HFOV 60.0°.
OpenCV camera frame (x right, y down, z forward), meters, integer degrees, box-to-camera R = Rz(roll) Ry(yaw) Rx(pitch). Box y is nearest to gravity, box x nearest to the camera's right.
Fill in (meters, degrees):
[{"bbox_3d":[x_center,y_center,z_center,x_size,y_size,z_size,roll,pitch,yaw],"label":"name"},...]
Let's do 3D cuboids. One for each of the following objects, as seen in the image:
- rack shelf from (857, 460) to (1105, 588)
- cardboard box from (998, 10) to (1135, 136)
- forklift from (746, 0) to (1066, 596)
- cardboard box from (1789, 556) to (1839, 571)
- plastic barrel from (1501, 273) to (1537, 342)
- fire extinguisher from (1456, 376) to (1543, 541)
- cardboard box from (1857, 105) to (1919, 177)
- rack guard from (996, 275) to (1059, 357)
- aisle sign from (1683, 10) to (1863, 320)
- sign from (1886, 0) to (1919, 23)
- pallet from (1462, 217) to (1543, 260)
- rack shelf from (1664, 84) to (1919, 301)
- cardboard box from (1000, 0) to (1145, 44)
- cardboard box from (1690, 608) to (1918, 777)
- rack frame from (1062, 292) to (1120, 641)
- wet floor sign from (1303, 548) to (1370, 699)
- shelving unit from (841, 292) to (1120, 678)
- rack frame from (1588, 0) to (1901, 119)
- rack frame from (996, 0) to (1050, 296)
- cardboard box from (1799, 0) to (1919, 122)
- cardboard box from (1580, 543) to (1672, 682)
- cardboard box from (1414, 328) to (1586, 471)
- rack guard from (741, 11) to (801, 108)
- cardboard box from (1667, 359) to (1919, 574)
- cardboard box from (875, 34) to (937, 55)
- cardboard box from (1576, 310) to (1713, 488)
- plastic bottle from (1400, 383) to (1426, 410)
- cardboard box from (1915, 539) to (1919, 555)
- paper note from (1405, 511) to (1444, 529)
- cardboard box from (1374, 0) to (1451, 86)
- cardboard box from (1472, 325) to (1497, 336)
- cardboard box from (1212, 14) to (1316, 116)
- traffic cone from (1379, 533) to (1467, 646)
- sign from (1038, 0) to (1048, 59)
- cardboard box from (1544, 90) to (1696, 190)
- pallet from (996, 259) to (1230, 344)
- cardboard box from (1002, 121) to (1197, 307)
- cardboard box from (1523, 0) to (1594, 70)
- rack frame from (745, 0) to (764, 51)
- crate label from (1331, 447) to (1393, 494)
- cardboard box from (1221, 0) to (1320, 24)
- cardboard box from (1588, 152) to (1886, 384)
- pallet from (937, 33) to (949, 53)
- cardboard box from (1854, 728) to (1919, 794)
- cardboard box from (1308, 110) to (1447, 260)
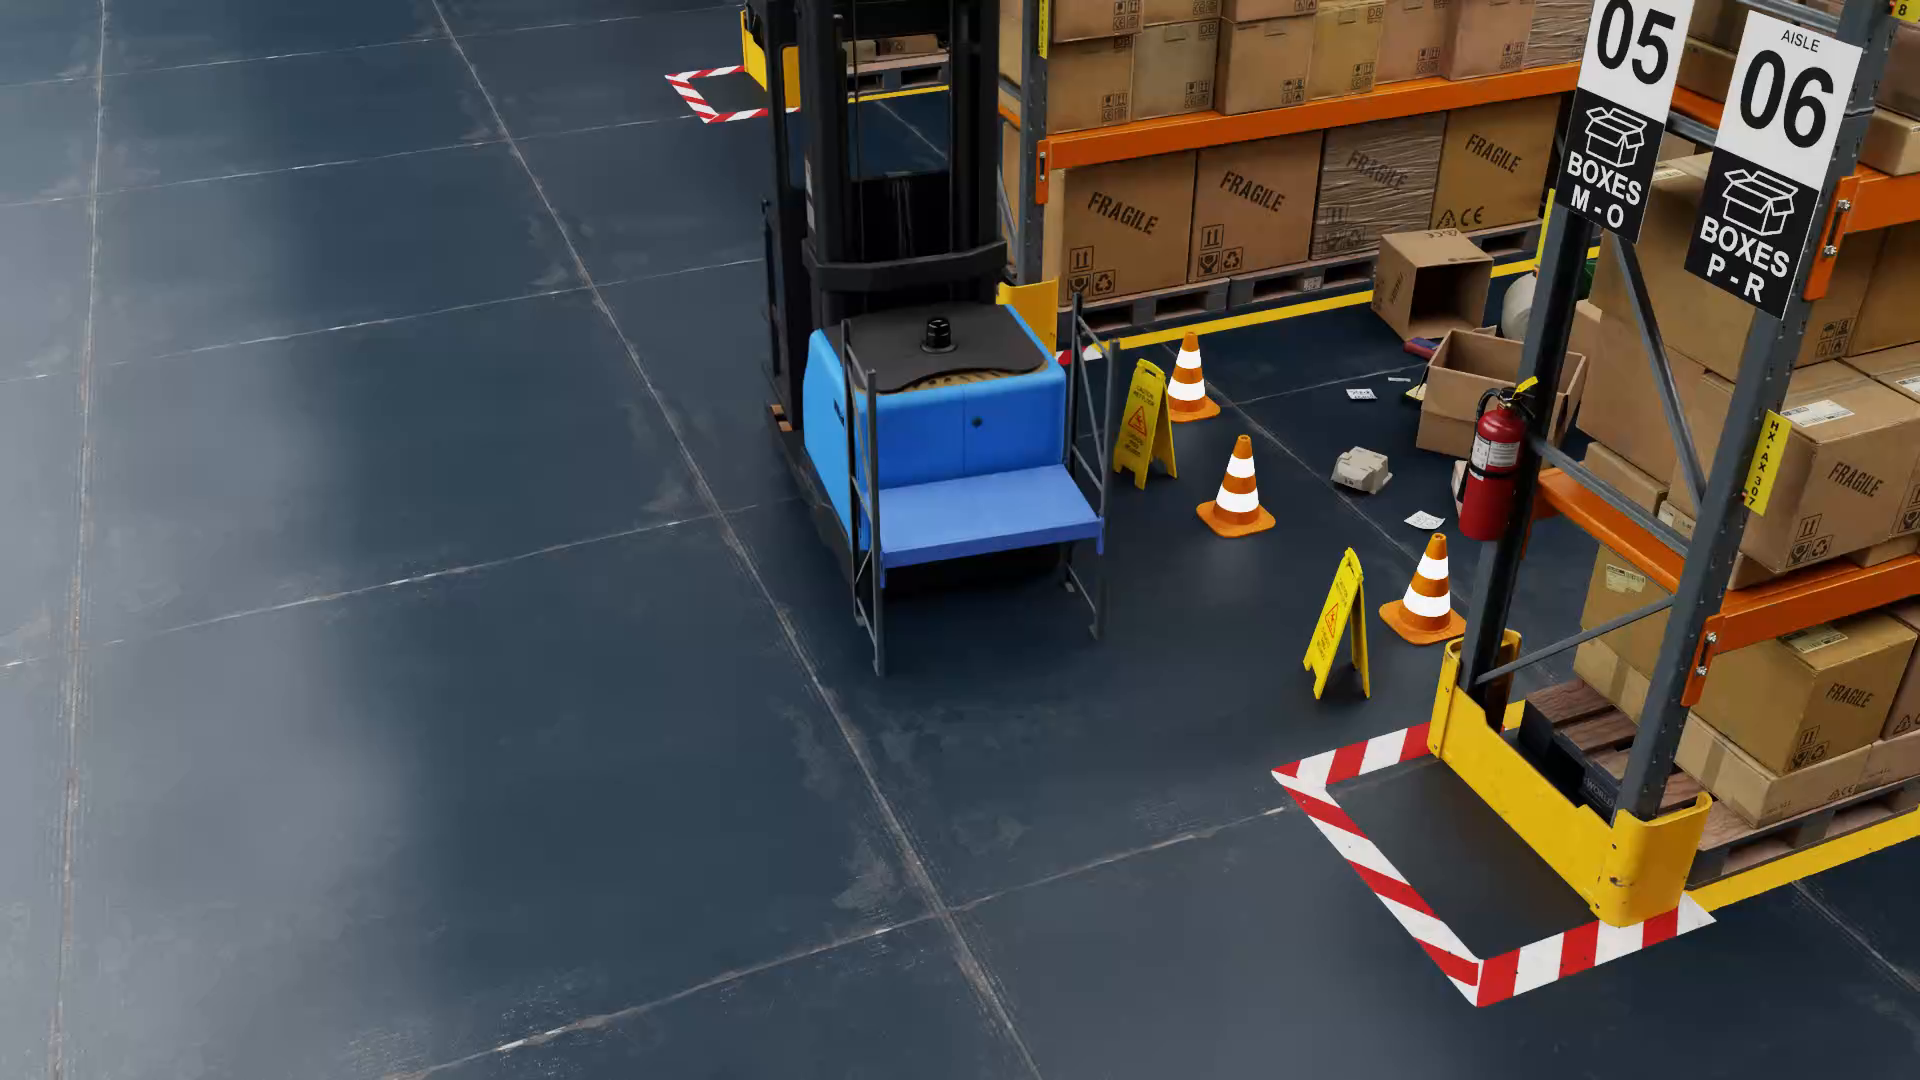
[{"bbox_3d":[0.078,-0.079,7.326,1.000,0.185,0.538,-9,34,-13],"label":"rack shelf"},{"bbox_3d":[0.557,-2.777,9.629,0.550,0.550,0.875,-13,35,-19],"label":"cardboard box"},{"bbox_3d":[-0.436,-1.767,8.279,1.130,2.935,3.031,-10,34,-15],"label":"forklift"},{"bbox_3d":[2.862,-0.068,5.834,0.250,0.149,0.380,-12,35,-18],"label":"cardboard box"},{"bbox_3d":[3.468,-1.366,9.962,0.421,0.421,0.512,10,34,14],"label":"plastic barrel"},{"bbox_3d":[1.958,-0.320,6.062,0.183,0.674,0.296,-13,35,-19],"label":"fire extinguisher"},{"bbox_3d":[2.673,-1.204,4.829,0.250,0.149,0.380,-13,35,-19],"label":"cardboard box"},{"bbox_3d":[0.210,-1.560,10.189,0.348,0.500,1.175,-13,35,-19],"label":"rack guard"},{"bbox_3d":[2.304,-1.065,4.753,0.004,0.787,0.394,-13,35,-19],"label":"aisle sign"},{"bbox_3d":[2.452,-1.496,4.246,0.005,0.325,0.100,-13,35,-19],"label":"sign"},{"bbox_3d":[3.189,-2.167,11.387,1.213,0.211,1.003,-13,35,-19],"label":"pallet"},{"bbox_3d":[4.086,-1.523,5.749,4.000,0.370,1.077,-13,35,-19],"label":"rack shelf"},{"bbox_3d":[0.589,-3.187,9.270,0.550,0.550,0.875,-13,35,-19],"label":"cardboard box"},{"bbox_3d":[3.114,0.481,6.209,0.500,0.500,0.500,-14,36,-21],"label":"cardboard box"},{"bbox_3d":[0.568,-0.304,7.342,0.032,1.500,0.500,-9,34,-13],"label":"rack frame"},{"bbox_3d":[1.652,0.344,7.129,0.232,0.644,0.267,-2,33,-2],"label":"wet floor sign"},{"bbox_3d":[0.078,-0.230,7.228,1.048,1.500,0.538,-9,34,-13],"label":"shelving unit"},{"bbox_3d":[2.242,-2.659,4.086,0.127,3.000,1.000,-13,35,-19],"label":"rack frame"},{"bbox_3d":[0.232,-2.613,9.515,0.127,3.000,1.000,-13,35,-19],"label":"rack frame"},{"bbox_3d":[2.808,-1.436,4.821,0.500,0.250,0.500,-14,35,-20],"label":"cardboard box"},{"bbox_3d":[2.879,0.217,6.614,0.500,0.500,0.500,-13,35,-19],"label":"cardboard box"},{"bbox_3d":[2.881,-0.742,8.929,0.797,0.503,0.637,16,36,23],"label":"cardboard box"},{"bbox_3d":[-1.525,-4.096,14.087,0.348,0.500,1.175,-13,35,-19],"label":"rack guard"},{"bbox_3d":[2.786,-0.272,5.553,0.500,0.500,0.500,-13,35,-20],"label":"cardboard box"},{"bbox_3d":[-0.475,-4.523,14.358,0.500,0.500,0.500,-4,33,-6],"label":"cardboard box"},{"bbox_3d":[2.635,-0.564,6.003,0.500,0.500,0.500,-14,35,-20],"label":"cardboard box"},{"bbox_3d":[2.644,-0.832,9.473,0.283,0.061,0.133,-27,42,-35],"label":"plastic bottle"},{"bbox_3d":[3.390,-0.113,5.904,0.250,0.149,0.380,-12,35,-18],"label":"cardboard box"},{"bbox_3d":[2.343,-0.101,8.377,0.142,0.019,0.148,-27,42,-35],"label":"paper note"},{"bbox_3d":[2.543,-3.254,10.363,0.550,0.550,0.875,-13,35,-19],"label":"cardboard box"},{"bbox_3d":[3.048,-1.022,9.577,0.258,0.266,0.396,-7,34,-11],"label":"cardboard box"},{"bbox_3d":[1.620,-2.959,9.909,0.550,0.550,0.875,-13,35,-19],"label":"cardboard box"},{"bbox_3d":[2.139,0.179,7.550,0.334,0.463,0.336,-13,35,-19],"label":"traffic cone"},{"bbox_3d":[0.441,-2.728,8.826,0.005,0.325,0.100,-13,35,-19],"label":"sign"},{"bbox_3d":[4.458,-2.866,11.583,0.750,0.750,1.050,-13,35,-19],"label":"cardboard box"},{"bbox_3d":[0.939,-1.652,10.595,1.213,0.211,1.003,-13,35,-19],"label":"pallet"},{"bbox_3d":[0.832,-2.074,10.251,0.875,0.875,0.875,-13,35,-19],"label":"cardboard box"},{"bbox_3d":[3.585,-3.436,10.643,0.550,0.550,0.875,-13,35,-19],"label":"cardboard box"},{"bbox_3d":[-1.595,-5.128,13.381,0.127,3.000,1.000,-13,35,-19],"label":"rack frame"},{"bbox_3d":[2.096,-0.368,8.690,0.250,0.136,0.298,23,39,30],"label":"crate label"},{"bbox_3d":[1.630,-3.399,9.596,0.550,0.550,0.875,-13,35,-19],"label":"cardboard box"},{"bbox_3d":[2.628,-0.948,5.675,0.500,0.500,0.700,-14,35,-20],"label":"cardboard box"},{"bbox_3d":[0.361,-4.384,14.795,1.213,0.211,1.003,-13,35,-19],"label":"pallet"},{"bbox_3d":[3.566,0.697,6.565,0.500,0.250,0.500,-12,35,-17],"label":"cardboard box"},{"bbox_3d":[2.484,-2.453,10.832,0.875,0.875,0.875,-13,35,-19],"label":"cardboard box"}]
